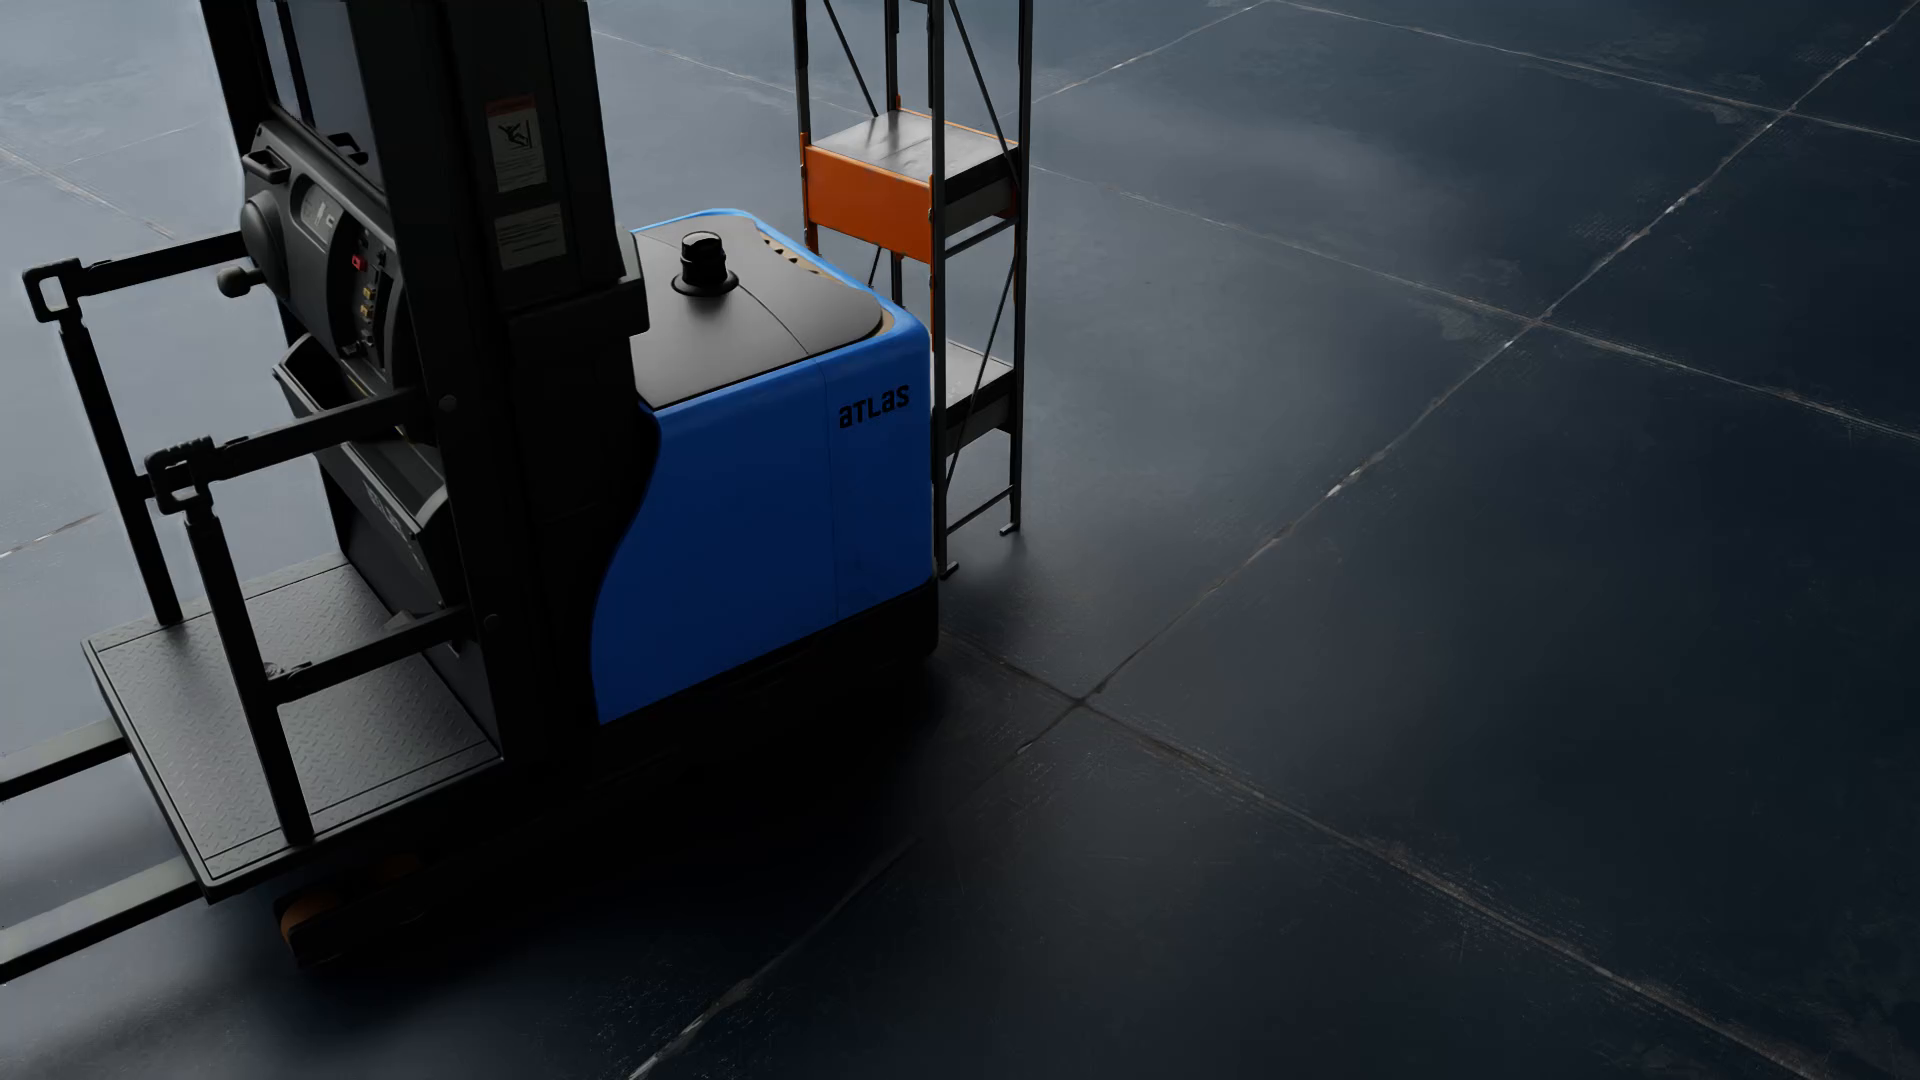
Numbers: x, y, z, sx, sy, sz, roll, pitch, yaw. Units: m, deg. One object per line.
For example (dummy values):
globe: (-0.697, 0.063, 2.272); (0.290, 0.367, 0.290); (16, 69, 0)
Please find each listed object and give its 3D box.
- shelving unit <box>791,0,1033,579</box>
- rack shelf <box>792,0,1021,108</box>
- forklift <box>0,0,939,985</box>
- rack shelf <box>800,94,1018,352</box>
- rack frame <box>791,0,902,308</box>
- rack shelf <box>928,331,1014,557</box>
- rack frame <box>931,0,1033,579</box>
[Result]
shelving unit: (-0.127, -0.926, 4.743); (0.503, 2.100, 0.431); (25, 42, 32)
rack shelf: (-0.127, -1.491, 4.354); (0.480, 0.518, 0.431); (25, 42, 32)
forklift: (-1.544, -0.576, 3.500); (3.031, 2.935, 1.130); (-23, 41, -30)
rack shelf: (-0.127, -0.914, 4.751); (0.480, 0.518, 0.431); (25, 42, 32)
rack frame: (-0.315, -1.014, 4.872); (0.015, 2.100, 0.400); (25, 42, 32)
rack shelf: (-0.127, -0.337, 5.147); (0.480, 0.518, 0.431); (25, 42, 32)
rack frame: (0.060, -0.837, 4.614); (0.015, 2.100, 0.400); (25, 42, 32)
